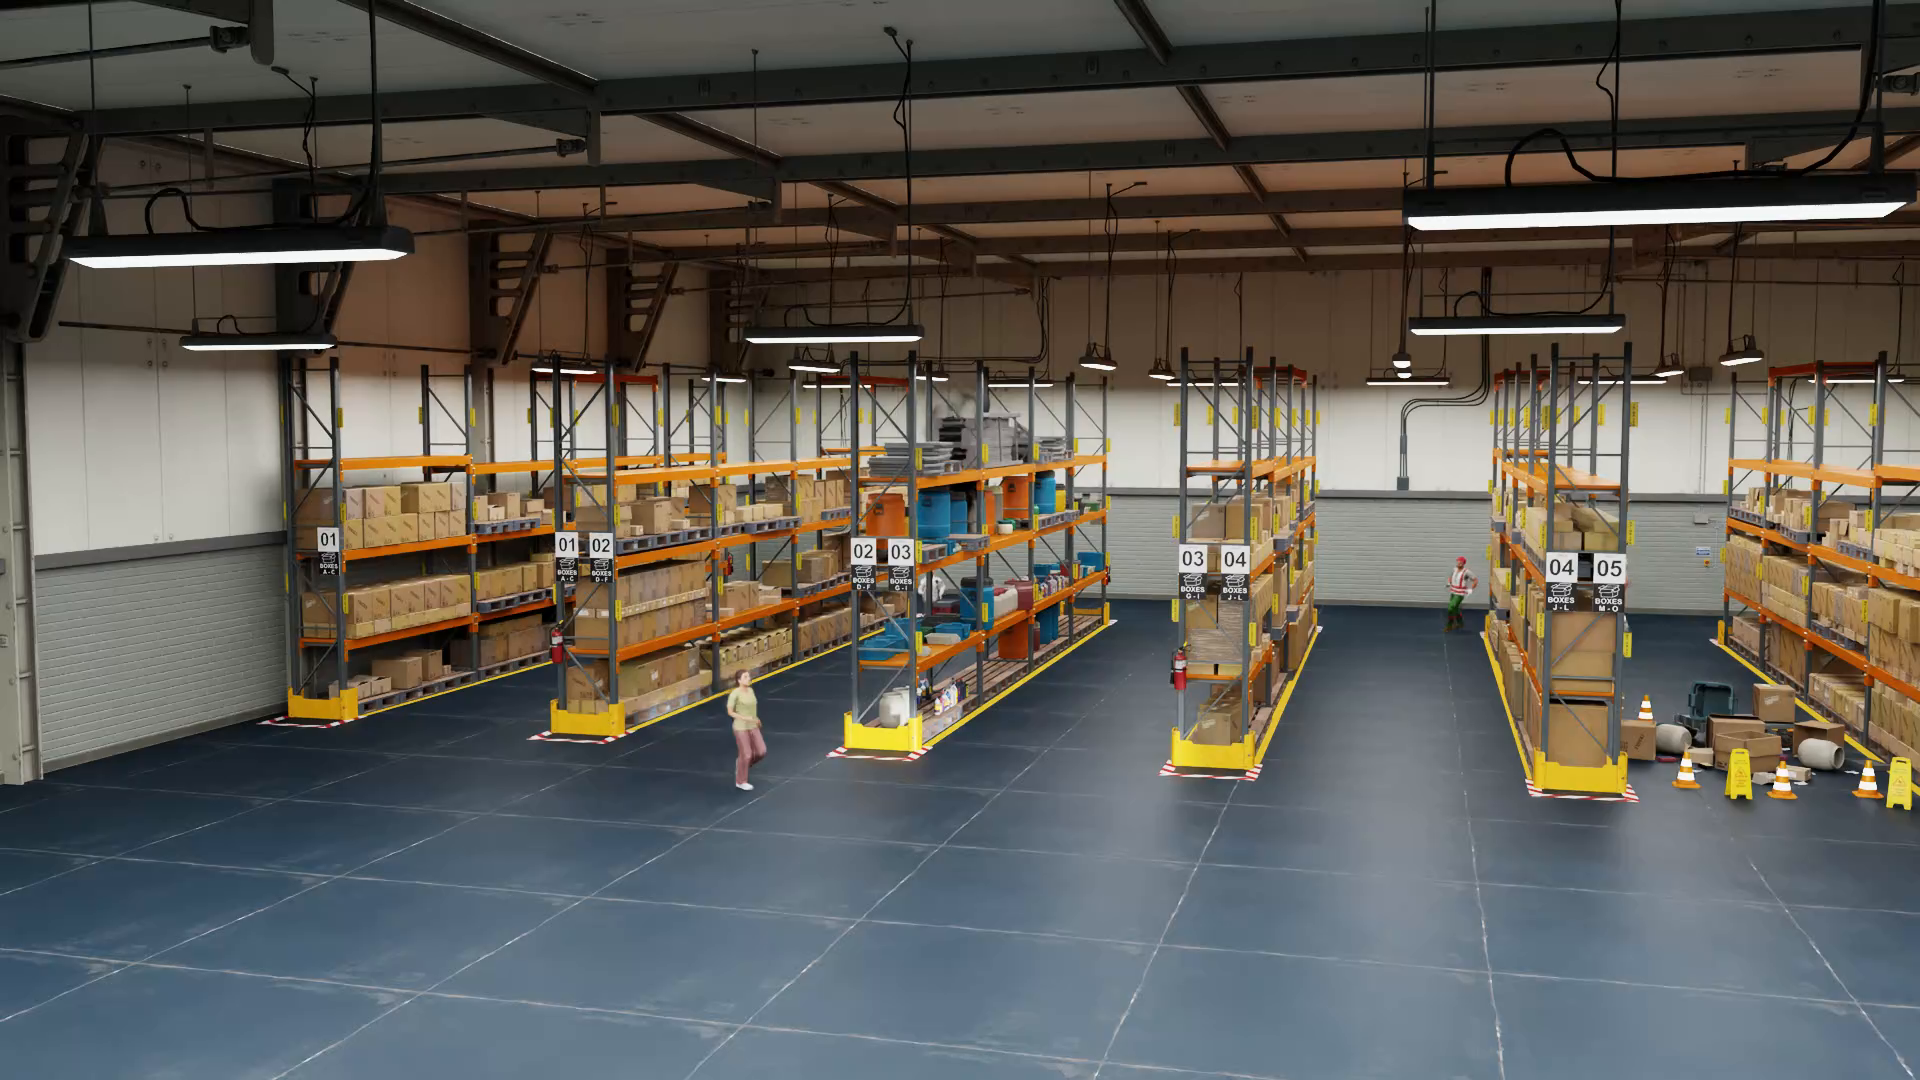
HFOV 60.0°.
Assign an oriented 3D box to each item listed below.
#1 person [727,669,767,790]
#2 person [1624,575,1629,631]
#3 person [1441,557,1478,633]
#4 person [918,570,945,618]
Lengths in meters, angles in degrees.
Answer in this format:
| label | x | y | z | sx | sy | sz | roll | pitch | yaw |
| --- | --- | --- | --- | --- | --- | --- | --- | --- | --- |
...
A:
| label | x | y | z | sx | sy | sz | roll | pitch | yaw |
| --- | --- | --- | --- | --- | --- | --- | --- | --- | --- |
| person | -2.877 | 2.548 | 22.399 | 0.537 | 1.631 | 0.576 | 3 | 5 | 39 |
| person | 15.094 | 1.291 | 38.421 | 0.743 | 1.824 | 0.640 | 1 | 4 | 19 |
| person | 11.613 | 1.280 | 38.731 | 0.783 | 1.806 | 0.720 | -2 | 5 | -26 |
| person | -0.645 | 1.399 | 37.437 | 0.617 | 1.695 | 0.921 | 0 | 4 | 1 |
